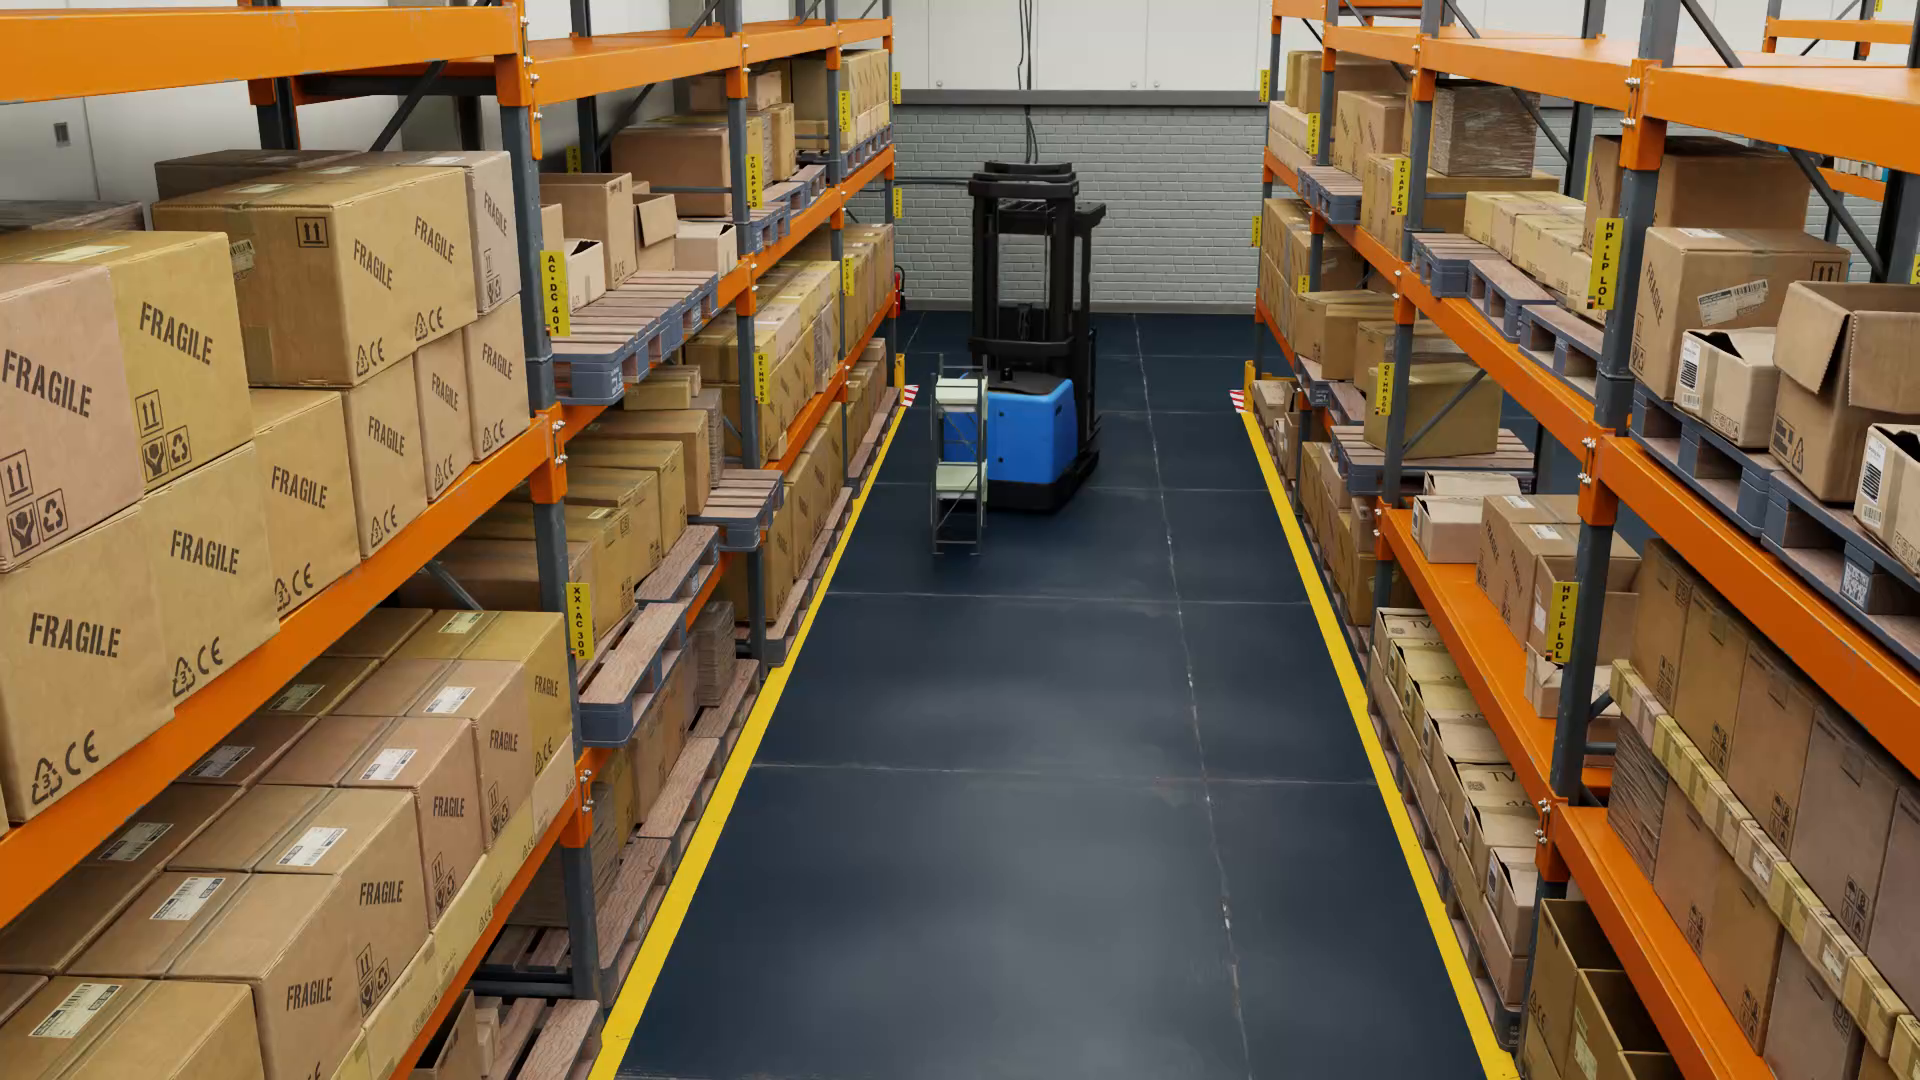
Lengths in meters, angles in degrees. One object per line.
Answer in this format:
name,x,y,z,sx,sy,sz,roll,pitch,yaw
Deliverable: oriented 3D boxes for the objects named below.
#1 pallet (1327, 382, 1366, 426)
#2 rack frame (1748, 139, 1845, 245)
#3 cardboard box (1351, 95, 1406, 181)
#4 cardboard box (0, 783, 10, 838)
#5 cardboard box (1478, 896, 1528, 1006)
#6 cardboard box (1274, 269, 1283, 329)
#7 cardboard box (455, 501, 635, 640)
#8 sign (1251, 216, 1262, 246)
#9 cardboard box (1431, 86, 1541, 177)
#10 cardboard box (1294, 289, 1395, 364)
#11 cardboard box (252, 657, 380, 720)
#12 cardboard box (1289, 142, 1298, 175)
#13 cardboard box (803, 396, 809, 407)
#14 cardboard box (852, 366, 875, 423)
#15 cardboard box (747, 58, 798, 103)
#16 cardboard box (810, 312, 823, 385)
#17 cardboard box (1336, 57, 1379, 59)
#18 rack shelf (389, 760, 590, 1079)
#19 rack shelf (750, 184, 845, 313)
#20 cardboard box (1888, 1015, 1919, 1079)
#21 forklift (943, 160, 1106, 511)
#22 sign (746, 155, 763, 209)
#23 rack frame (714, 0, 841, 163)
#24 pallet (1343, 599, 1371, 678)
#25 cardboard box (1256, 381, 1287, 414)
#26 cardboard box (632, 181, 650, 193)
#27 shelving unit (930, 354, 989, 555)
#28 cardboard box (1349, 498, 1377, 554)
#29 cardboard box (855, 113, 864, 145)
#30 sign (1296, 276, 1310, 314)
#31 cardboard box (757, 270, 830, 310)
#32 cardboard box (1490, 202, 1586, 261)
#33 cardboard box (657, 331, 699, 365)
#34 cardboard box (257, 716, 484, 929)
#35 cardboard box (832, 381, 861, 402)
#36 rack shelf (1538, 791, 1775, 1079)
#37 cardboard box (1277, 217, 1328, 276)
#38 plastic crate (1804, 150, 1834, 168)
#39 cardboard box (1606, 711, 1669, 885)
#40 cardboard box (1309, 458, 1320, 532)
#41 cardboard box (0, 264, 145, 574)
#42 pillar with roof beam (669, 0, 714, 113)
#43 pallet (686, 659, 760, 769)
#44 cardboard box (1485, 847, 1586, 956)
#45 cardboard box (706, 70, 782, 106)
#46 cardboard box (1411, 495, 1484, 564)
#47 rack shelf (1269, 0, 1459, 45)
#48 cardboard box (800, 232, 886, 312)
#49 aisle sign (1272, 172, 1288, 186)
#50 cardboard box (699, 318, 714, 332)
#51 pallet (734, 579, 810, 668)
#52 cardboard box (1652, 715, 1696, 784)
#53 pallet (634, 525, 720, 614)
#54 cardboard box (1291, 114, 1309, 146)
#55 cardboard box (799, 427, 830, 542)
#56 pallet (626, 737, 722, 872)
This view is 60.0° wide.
pallet,3.284,-0.916,12.209,1.003,0.211,1.213,1,18,4
rack frame,8.663,-2.776,17.577,1.000,3.000,0.127,1,18,4
cardboard box,3.302,-3.002,12.456,0.600,0.600,0.600,1,18,3
cardboard box,-2.092,0.391,2.901,0.500,0.500,0.500,2,18,5
cardboard box,2.603,1.811,7.320,0.500,0.250,0.500,1,18,3
cardboard box,3.320,-2.332,16.062,0.500,0.500,0.500,2,18,5
cardboard box,-1.961,0.143,7.803,0.700,0.500,0.500,3,18,10
sign,3.182,-3.311,17.820,0.100,0.325,0.005,1,18,4
cardboard box,3.187,-2.486,10.110,0.500,0.500,0.500,1,18,4
cardboard box,3.179,-1.750,13.612,0.700,0.500,0.500,-5,19,-15
cardboard box,-2.361,0.737,5.860,0.500,0.500,0.500,1,18,4
cardboard box,3.280,-3.467,15.110,0.500,0.250,0.500,1,18,4
cardboard box,-1.382,-1.140,12.956,0.380,0.149,0.250,1,18,2
cardboard box,-1.240,-1.478,16.955,0.700,0.500,0.500,1,18,2
cardboard box,-1.687,-3.934,14.498,0.500,0.500,0.500,1,18,3
cardboard box,-1.358,-1.490,12.981,0.500,0.500,0.500,1,18,4
cardboard box,3.640,-4.053,14.891,0.700,0.500,0.500,1,18,4
rack shelf,-2.222,1.693,5.095,1.077,0.370,4.000,1,18,4
rack shelf,-1.648,-2.217,12.210,1.077,0.370,4.000,1,18,4
cardboard box,2.488,1.283,3.989,0.380,0.149,0.250,2,18,6
forklift,0.718,-2.070,15.534,1.130,2.935,3.031,5,19,15
sign,-1.251,-2.171,10.083,0.100,0.325,0.005,1,18,4
rack frame,-1.505,-4.606,13.527,1.000,3.000,0.127,1,18,4
pallet,3.241,0.691,11.475,1.003,0.211,1.213,1,18,4
cardboard box,3.365,-1.472,17.308,0.500,0.250,0.500,1,18,4
cardboard box,-2.073,-1.776,9.517,0.500,0.500,0.500,1,18,4
shelving unit,0.000,-0.711,13.683,0.431,1.500,0.755,1,18,4
cardboard box,2.982,-0.094,11.496,0.500,0.250,0.500,2,18,6
cardboard box,-1.142,-3.723,15.055,0.500,0.250,0.500,1,18,3
sign,2.895,-2.066,14.022,0.100,0.325,0.005,1,18,4
cardboard box,-1.329,-2.000,13.335,0.500,0.250,0.500,2,18,5
cardboard box,3.154,-1.651,8.895,0.500,0.250,0.500,2,18,5
cardboard box,-2.018,-1.214,10.935,0.500,0.250,0.500,2,18,5
cardboard box,-1.881,0.900,5.363,0.500,0.500,0.500,1,18,2
cardboard box,-1.142,-1.407,15.698,0.380,0.149,0.250,2,18,6
rack shelf,2.719,1.802,4.761,1.077,0.370,4.000,1,18,4
cardboard box,3.322,-2.803,15.893,0.500,0.500,0.500,1,18,3
plastic crate,8.280,-3.703,15.691,0.504,0.338,0.767,1,18,4
cardboard box,2.837,0.930,6.108,0.700,0.500,0.500,1,18,2
cardboard box,3.131,-0.356,13.500,0.500,0.500,0.500,2,18,5
cardboard box,-2.009,-0.254,3.266,0.500,0.500,0.500,1,18,3
pillar with roof beam,1.976,-4.746,13.956,9.100,9.000,0.400,1,18,4
pallet,-1.849,1.055,10.363,1.003,0.211,1.213,1,18,4
cardboard box,2.606,1.548,7.223,0.500,0.311,0.500,1,18,4
cardboard box,-1.699,-3.523,12.968,0.500,0.250,0.500,3,18,8
cardboard box,2.892,-0.087,9.515,0.500,0.311,0.500,1,18,3
rack shelf,3.580,-4.774,15.201,1.077,0.370,4.000,1,18,4
cardboard box,-1.286,-2.755,17.031,0.980,0.700,0.700,1,18,3
aisle sign,3.435,-4.151,17.598,0.394,0.787,0.004,1,18,4
cardboard box,-1.977,-1.375,11.426,0.500,0.250,0.500,1,18,2
pallet,-1.660,0.570,11.846,1.003,0.211,1.213,1,18,4
cardboard box,2.616,0.721,5.704,0.380,0.149,0.250,1,18,2
pallet,-1.893,0.194,8.820,1.003,0.211,1.213,1,18,4
cardboard box,3.278,-3.705,15.032,0.500,0.250,0.500,1,18,4
cardboard box,-1.483,-0.452,13.263,0.750,0.750,0.750,2,18,6
pallet,-1.939,1.433,9.210,1.003,0.211,1.213,1,18,4
